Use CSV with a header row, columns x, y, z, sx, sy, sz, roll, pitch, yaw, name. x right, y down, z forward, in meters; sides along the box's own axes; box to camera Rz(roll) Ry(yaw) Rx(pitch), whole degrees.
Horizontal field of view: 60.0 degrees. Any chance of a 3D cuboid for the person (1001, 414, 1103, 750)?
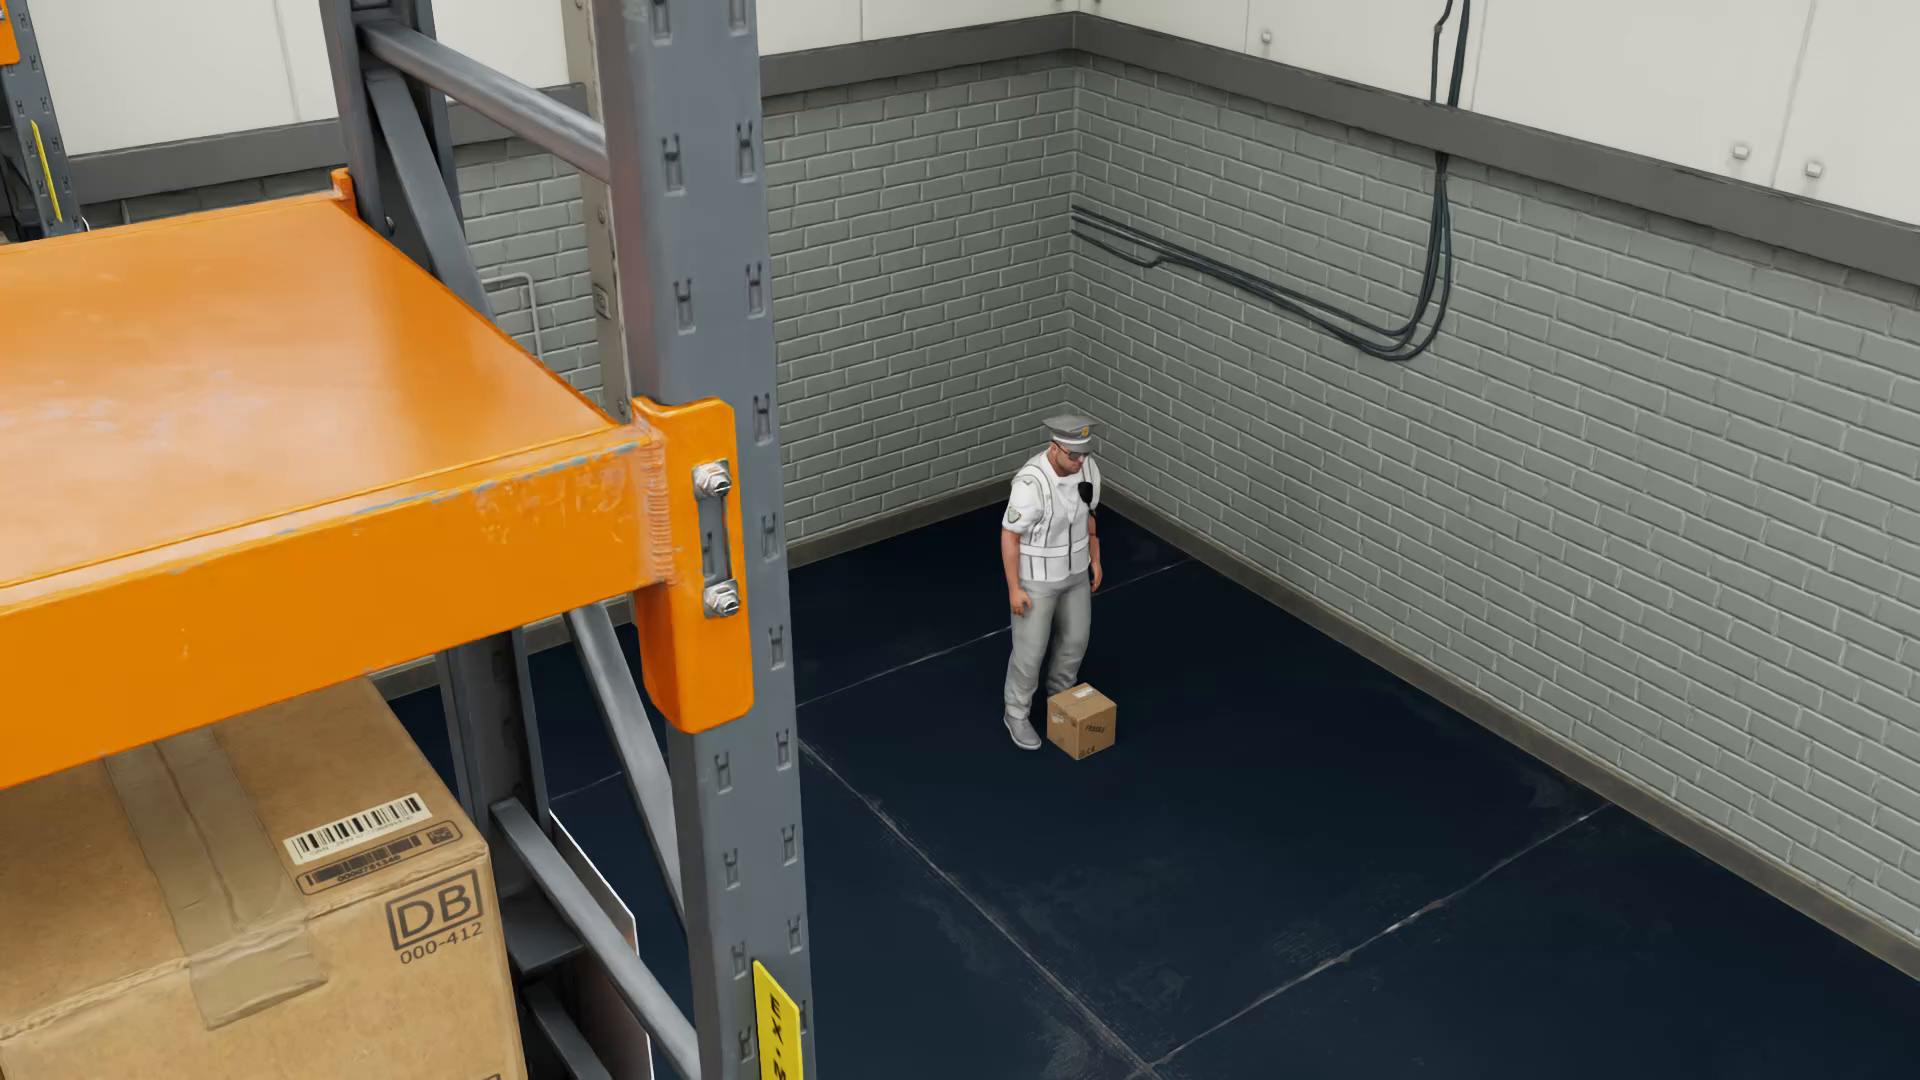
x,y,z,sx,sy,sz,roll,pitch,yaw,name
0.455,0.161,8.318,0.585,1.748,0.432,-19,34,-31,person
